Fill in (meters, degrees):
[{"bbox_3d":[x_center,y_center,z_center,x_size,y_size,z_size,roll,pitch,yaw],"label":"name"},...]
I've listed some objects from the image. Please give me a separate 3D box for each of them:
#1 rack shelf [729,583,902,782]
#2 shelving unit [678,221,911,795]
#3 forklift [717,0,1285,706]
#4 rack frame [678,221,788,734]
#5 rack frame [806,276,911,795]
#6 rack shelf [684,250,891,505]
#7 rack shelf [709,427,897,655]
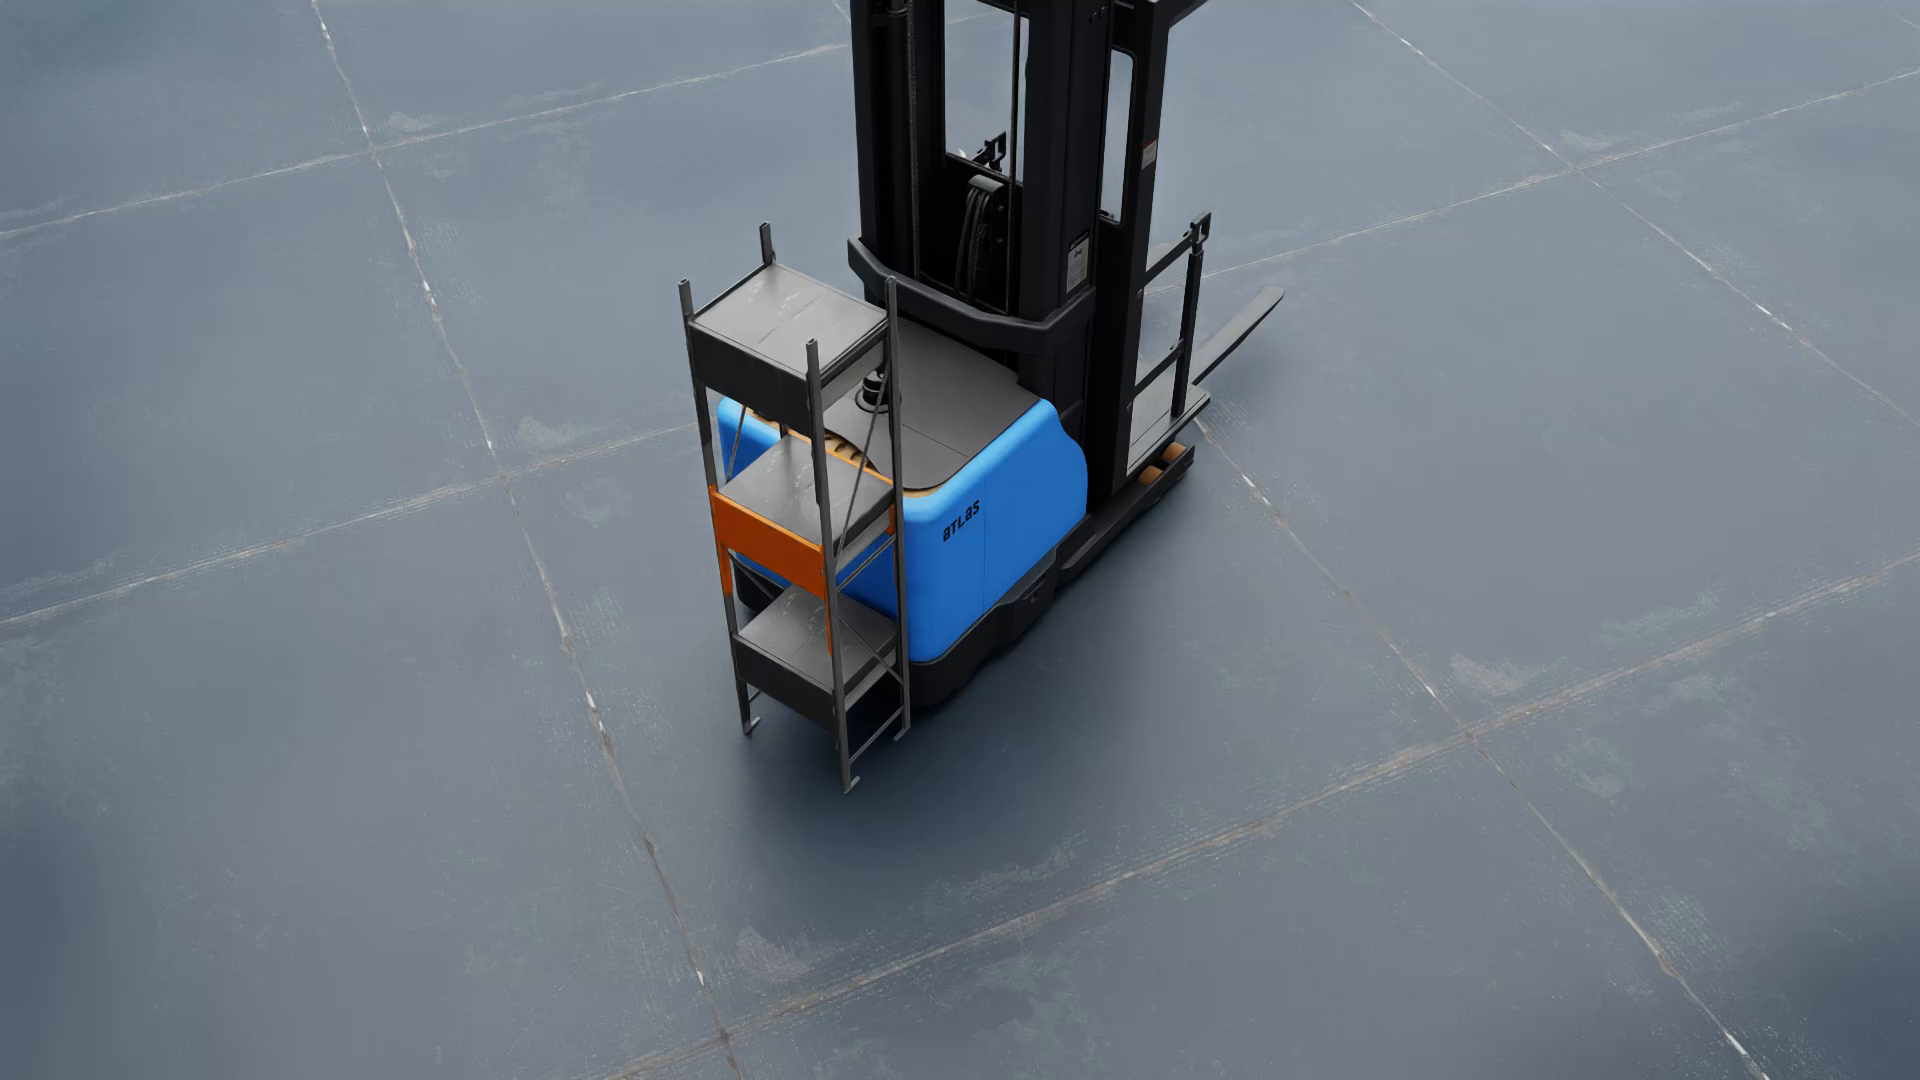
[{"bbox_3d":[-0.511,0.489,6.145,0.480,0.518,0.431,27,51,25],"label":"rack shelf"},{"bbox_3d":[-0.511,-0.019,5.643,0.503,2.100,0.431,27,51,25],"label":"shelving unit"},{"bbox_3d":[0.383,-1.393,6.444,1.130,2.935,3.031,28,51,26],"label":"forklift"},{"bbox_3d":[-0.708,-0.120,5.745,0.015,2.100,0.400,27,51,25],"label":"rack frame"},{"bbox_3d":[-0.313,0.081,5.542,0.015,2.100,0.400,27,51,25],"label":"rack frame"},{"bbox_3d":[-0.511,-0.508,5.161,0.480,0.518,0.431,27,51,25],"label":"rack shelf"},{"bbox_3d":[-0.511,-0.009,5.653,0.480,0.518,0.431,27,51,25],"label":"rack shelf"}]
